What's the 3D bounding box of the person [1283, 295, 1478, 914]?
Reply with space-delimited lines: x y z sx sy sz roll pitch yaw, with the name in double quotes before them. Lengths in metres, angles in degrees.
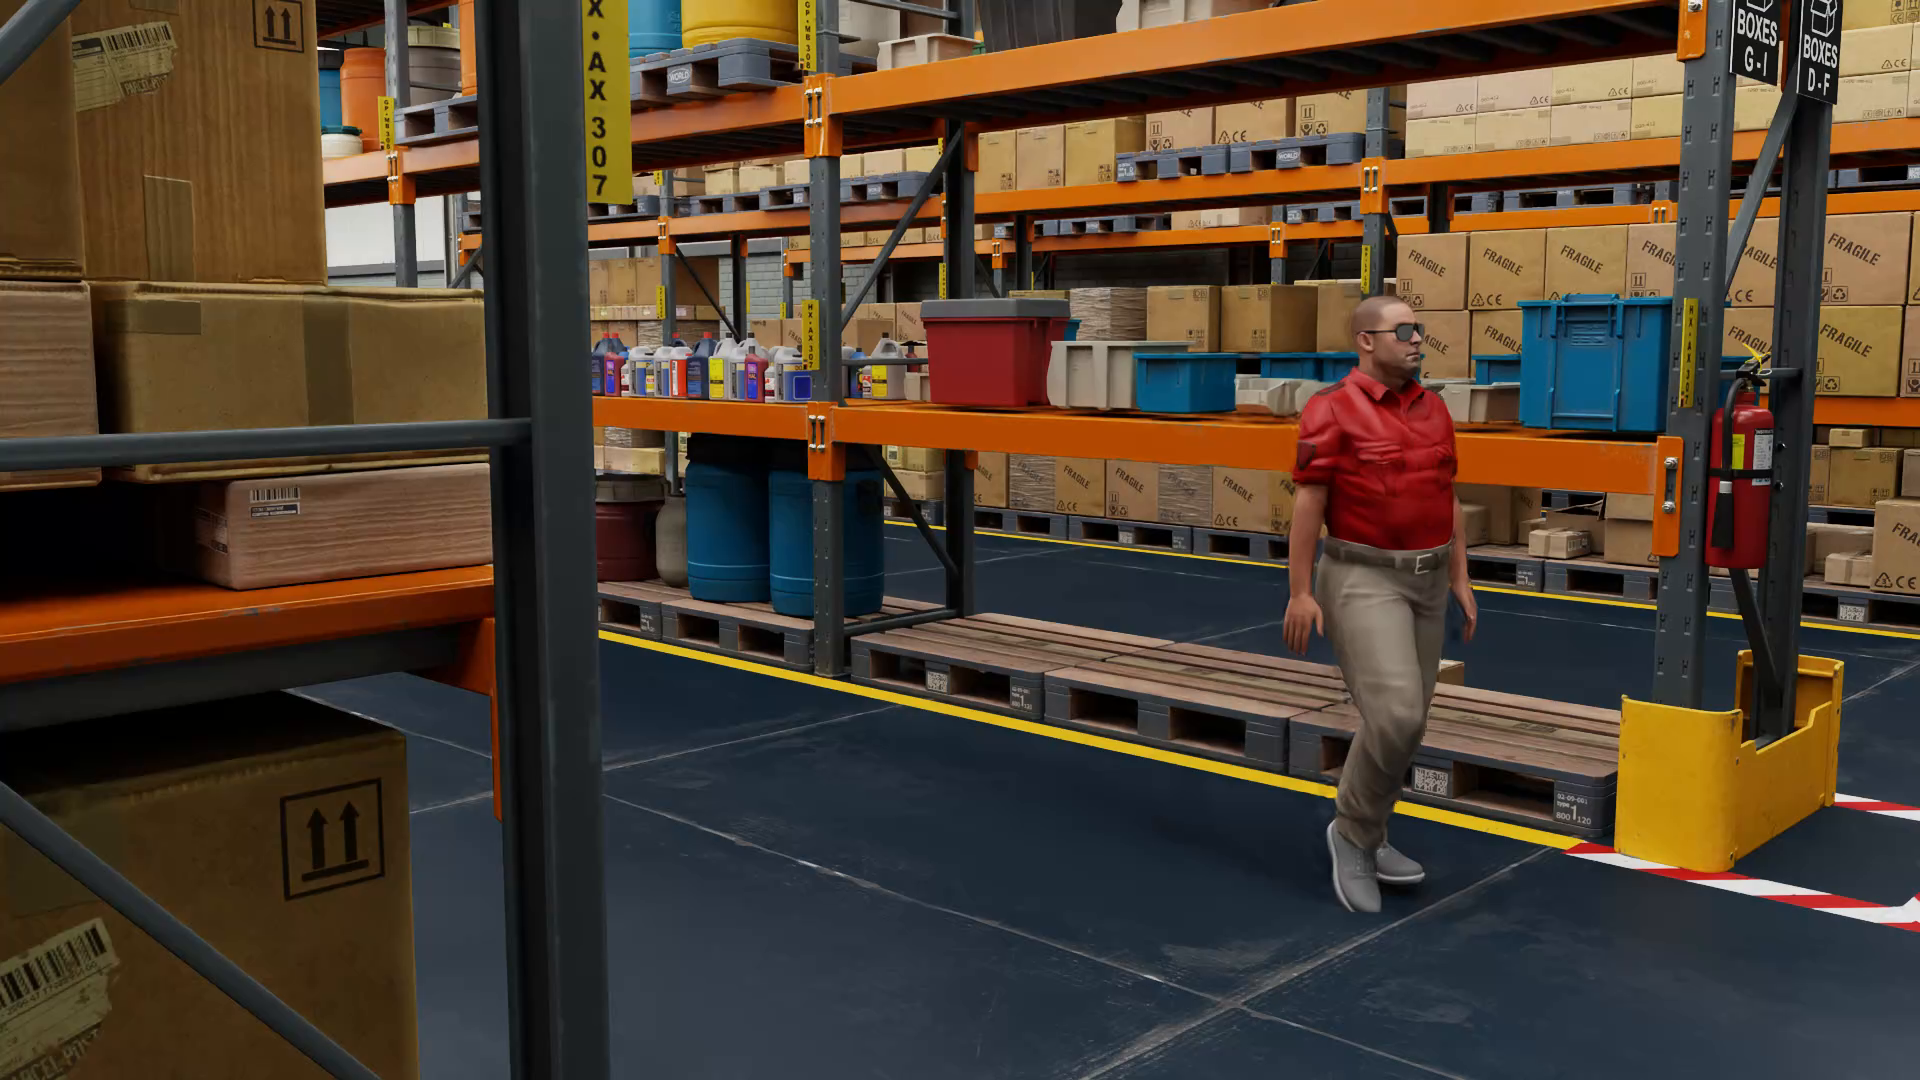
"person" 1.259 0.194 4.804 0.578 1.786 0.481 -4 8 -30
